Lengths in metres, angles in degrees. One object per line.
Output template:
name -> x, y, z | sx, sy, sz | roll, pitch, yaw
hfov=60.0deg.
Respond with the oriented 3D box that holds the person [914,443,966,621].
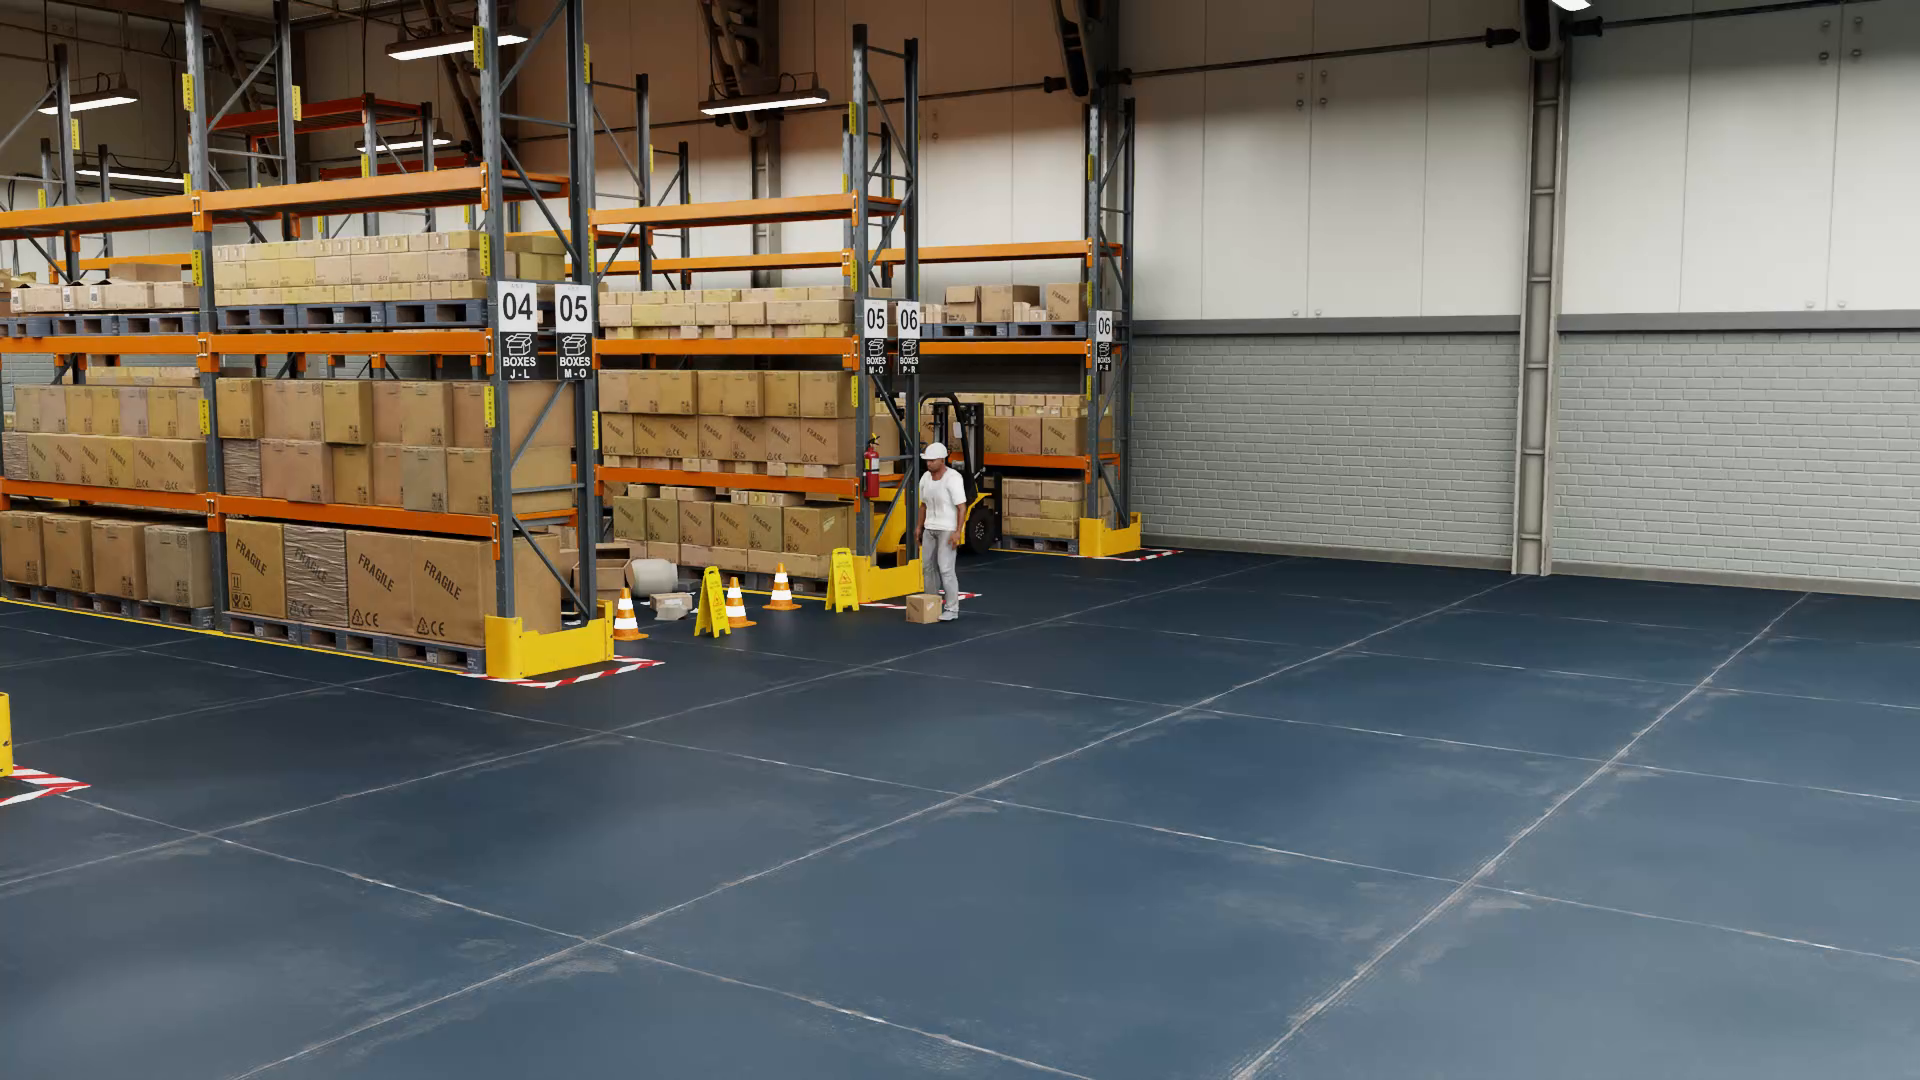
person -> -0.206, -0.090, 16.514 | 0.458, 1.761, 0.626 | -6, 9, -44
